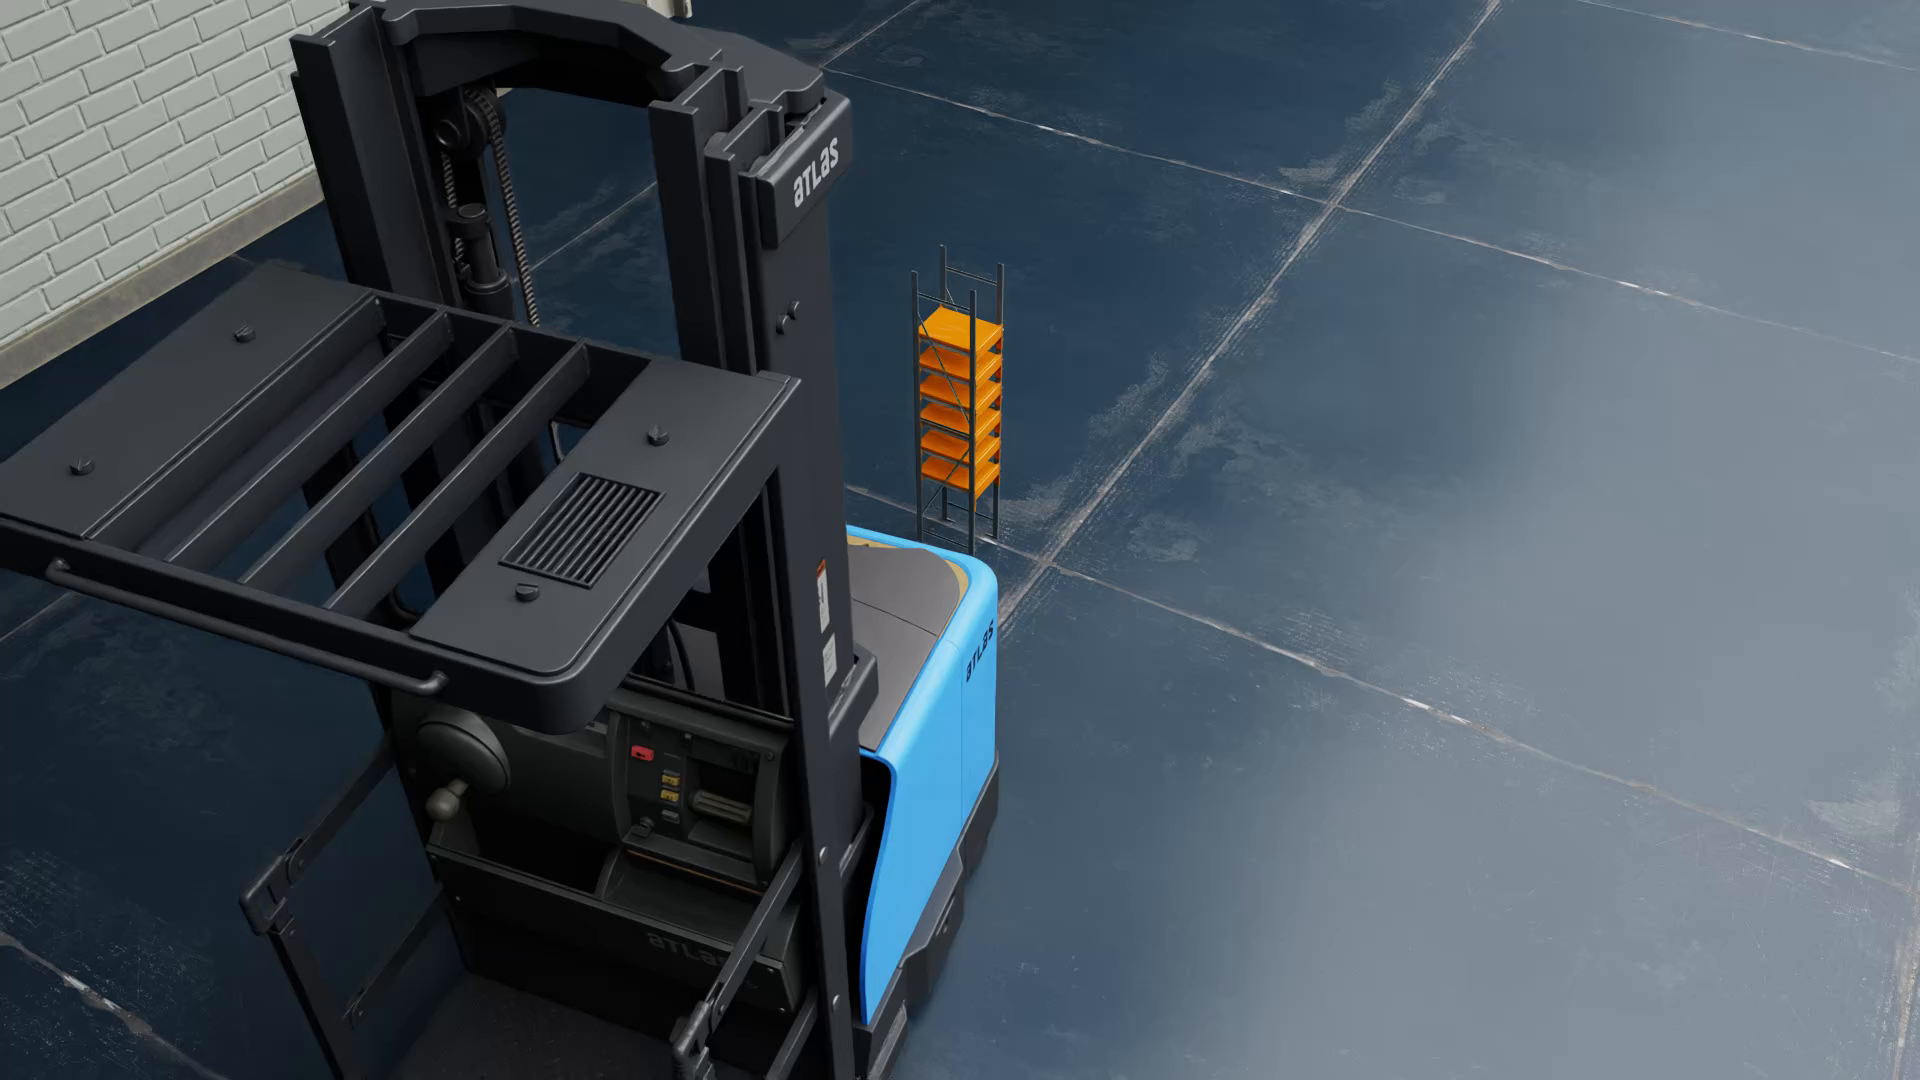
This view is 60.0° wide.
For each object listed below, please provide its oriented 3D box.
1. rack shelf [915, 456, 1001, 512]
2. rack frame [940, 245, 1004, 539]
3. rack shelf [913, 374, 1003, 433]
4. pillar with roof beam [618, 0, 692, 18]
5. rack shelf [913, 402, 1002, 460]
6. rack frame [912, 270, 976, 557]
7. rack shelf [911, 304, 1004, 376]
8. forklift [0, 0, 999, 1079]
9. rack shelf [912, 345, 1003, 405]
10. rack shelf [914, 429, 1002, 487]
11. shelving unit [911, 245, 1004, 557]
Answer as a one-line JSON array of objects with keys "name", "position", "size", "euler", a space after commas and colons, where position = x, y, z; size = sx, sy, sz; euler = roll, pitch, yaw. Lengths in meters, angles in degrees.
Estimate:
[{"name": "rack shelf", "position": [-0.007, -0.229, 6.032], "size": [0.258, 0.103, 0.180], "euler": [21, 45, 22]}, {"name": "rack frame", "position": [0.039, -0.494, 5.904], "size": [0.240, 1.200, 0.006], "euler": [21, 45, 22]}, {"name": "rack shelf", "position": [-0.007, -0.499, 5.794], "size": [0.258, 0.103, 0.180], "euler": [21, 45, 22]}, {"name": "pillar with roof beam", "position": [1.931, -4.969, 5.083], "size": [9.100, 9.000, 0.400], "euler": [21, 45, 22]}, {"name": "rack shelf", "position": [-0.007, -0.409, 5.873], "size": [0.258, 0.103, 0.180], "euler": [21, 45, 22]}, {"name": "rack frame", "position": [-0.053, -0.390, 5.785], "size": [0.240, 1.200, 0.006], "euler": [21, 45, 22]}, {"name": "rack shelf", "position": [-0.007, -0.679, 5.636], "size": [0.258, 0.103, 0.180], "euler": [21, 45, 22]}, {"name": "forklift", "position": [-0.880, 0.562, 3.394], "size": [1.130, 2.935, 3.031], "euler": [14, 43, 15]}, {"name": "rack shelf", "position": [-0.007, -0.589, 5.715], "size": [0.258, 0.103, 0.180], "euler": [21, 45, 22]}, {"name": "rack shelf", "position": [-0.007, -0.319, 5.953], "size": [0.258, 0.103, 0.180], "euler": [21, 45, 22]}, {"name": "shelving unit", "position": [-0.007, -0.442, 5.844], "size": [0.258, 1.200, 0.189], "euler": [21, 45, 22]}]
